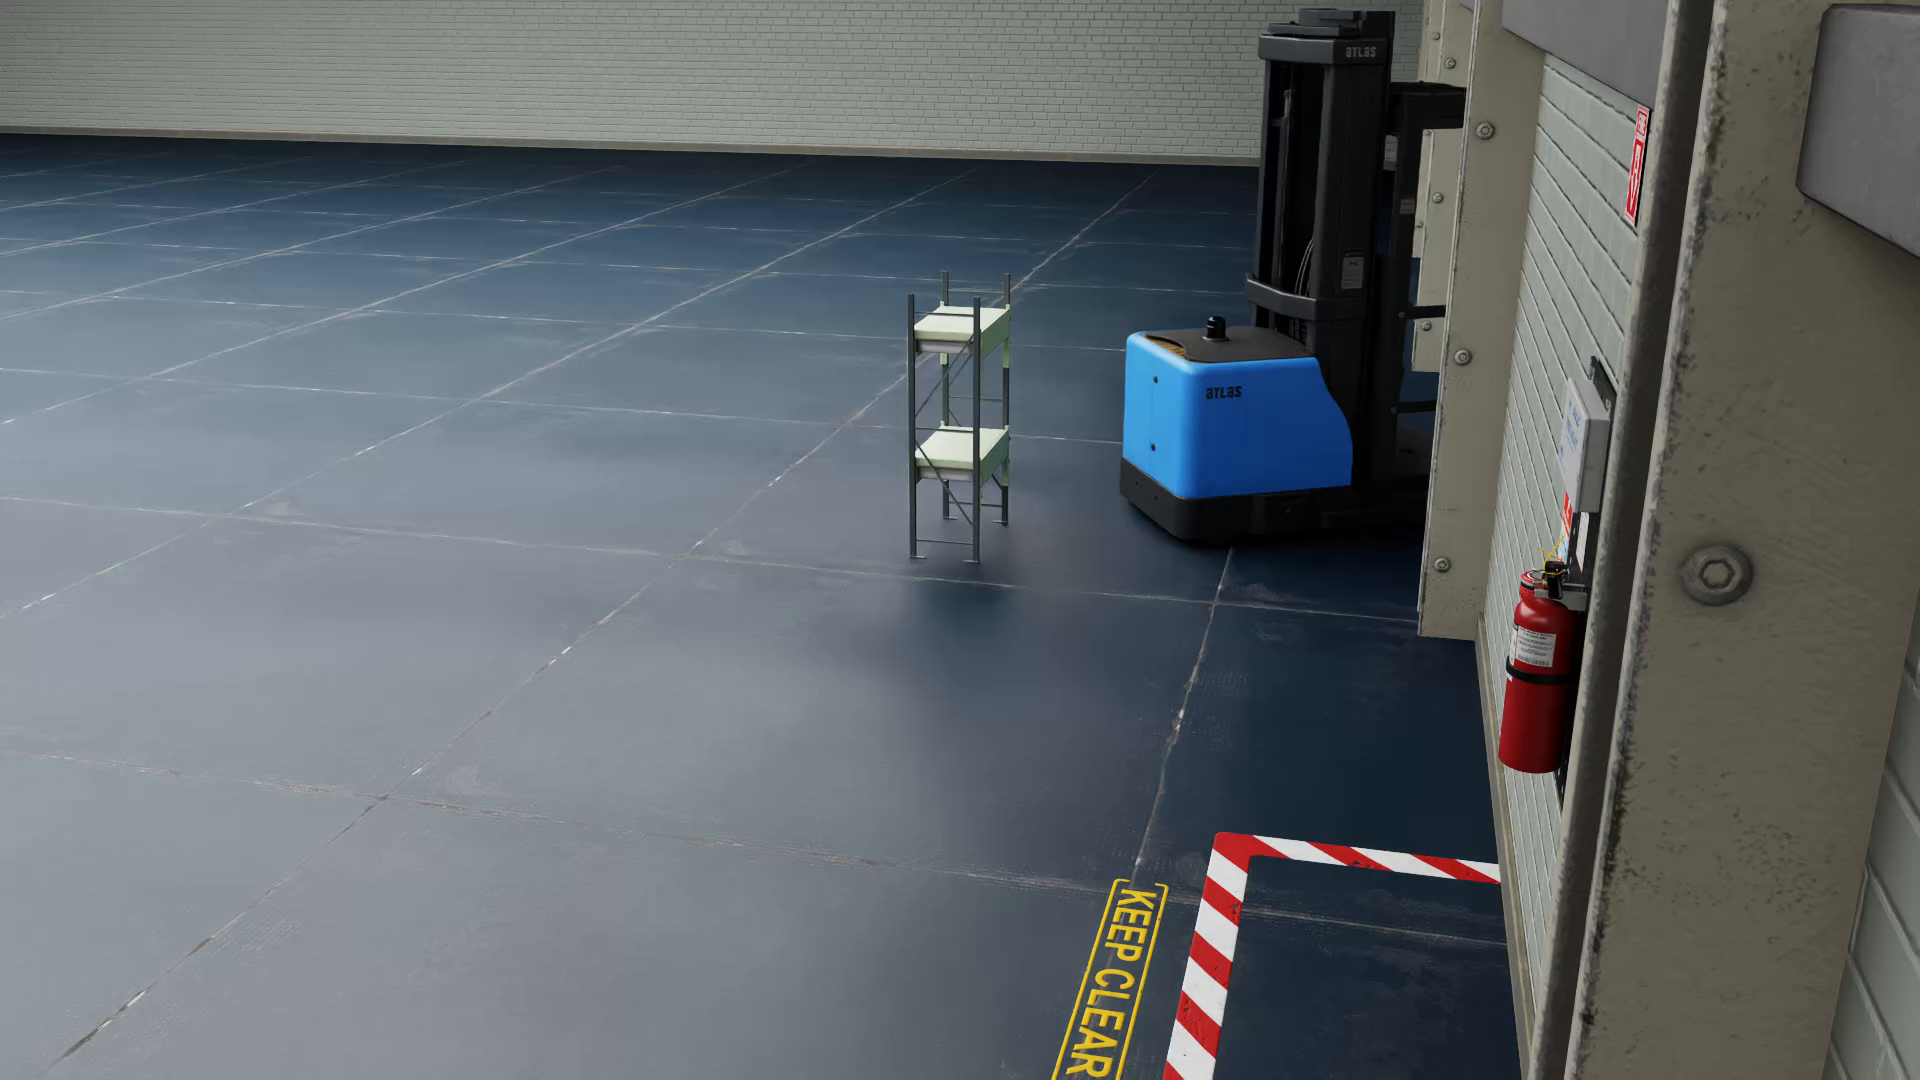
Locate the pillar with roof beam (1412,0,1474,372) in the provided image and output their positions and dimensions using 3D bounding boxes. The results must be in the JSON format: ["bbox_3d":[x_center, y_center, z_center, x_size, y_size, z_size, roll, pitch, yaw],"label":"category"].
[{"bbox_3d":[-0.226,-6.053,13.486,9.100,9.000,0.400,5,19,13],"label":"pillar with roof beam"}]

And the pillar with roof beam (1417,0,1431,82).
[{"bbox_3d":[2.706,-9.814,24.497,9.100,9.000,0.400,5,19,13],"label":"pillar with roof beam"}]

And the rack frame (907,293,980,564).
[{"bbox_3d":[-0.088,-0.597,9.115,0.400,1.500,0.023,5,19,13],"label":"rack frame"}]

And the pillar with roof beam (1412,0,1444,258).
[{"bbox_3d":[1.240,-7.933,18.992,9.100,9.000,0.400,5,19,13],"label":"pillar with roof beam"}]

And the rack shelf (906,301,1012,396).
[{"bbox_3d":[0.002,-1.081,9.325,0.431,0.370,0.720,5,19,13],"label":"rack shelf"}]

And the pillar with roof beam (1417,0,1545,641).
[{"bbox_3d":[-1.692,-4.172,7.980,9.100,9.000,0.400,5,19,13],"label":"pillar with roof beam"}]

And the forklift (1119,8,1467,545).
[{"bbox_3d":[2.566,-1.608,9.862,3.031,2.935,1.130,-5,20,-15],"label":"forklift"}]

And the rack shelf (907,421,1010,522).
[{"bbox_3d":[0.002,-0.403,9.557,0.431,0.370,0.720,5,19,13],"label":"rack shelf"}]

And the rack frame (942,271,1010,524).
[{"bbox_3d":[0.091,-0.827,9.787,0.400,1.500,0.023,5,19,13],"label":"rack frame"}]

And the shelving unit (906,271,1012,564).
[{"bbox_3d":[0.002,-0.712,9.451,0.431,1.500,0.755,5,19,13],"label":"shelving unit"}]

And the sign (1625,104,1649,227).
[{"bbox_3d":[1.756,-0.976,4.317,0.001,0.298,0.199,5,19,13],"label":"sign"}]

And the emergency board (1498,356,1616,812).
[{"bbox_3d":[1.658,0.116,4.707,0.194,1.169,0.643,5,19,13],"label":"emergency board"}]

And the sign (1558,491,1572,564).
[{"bbox_3d":[1.893,-0.066,5.185,0.001,0.329,0.234,5,19,13],"label":"sign"}]
